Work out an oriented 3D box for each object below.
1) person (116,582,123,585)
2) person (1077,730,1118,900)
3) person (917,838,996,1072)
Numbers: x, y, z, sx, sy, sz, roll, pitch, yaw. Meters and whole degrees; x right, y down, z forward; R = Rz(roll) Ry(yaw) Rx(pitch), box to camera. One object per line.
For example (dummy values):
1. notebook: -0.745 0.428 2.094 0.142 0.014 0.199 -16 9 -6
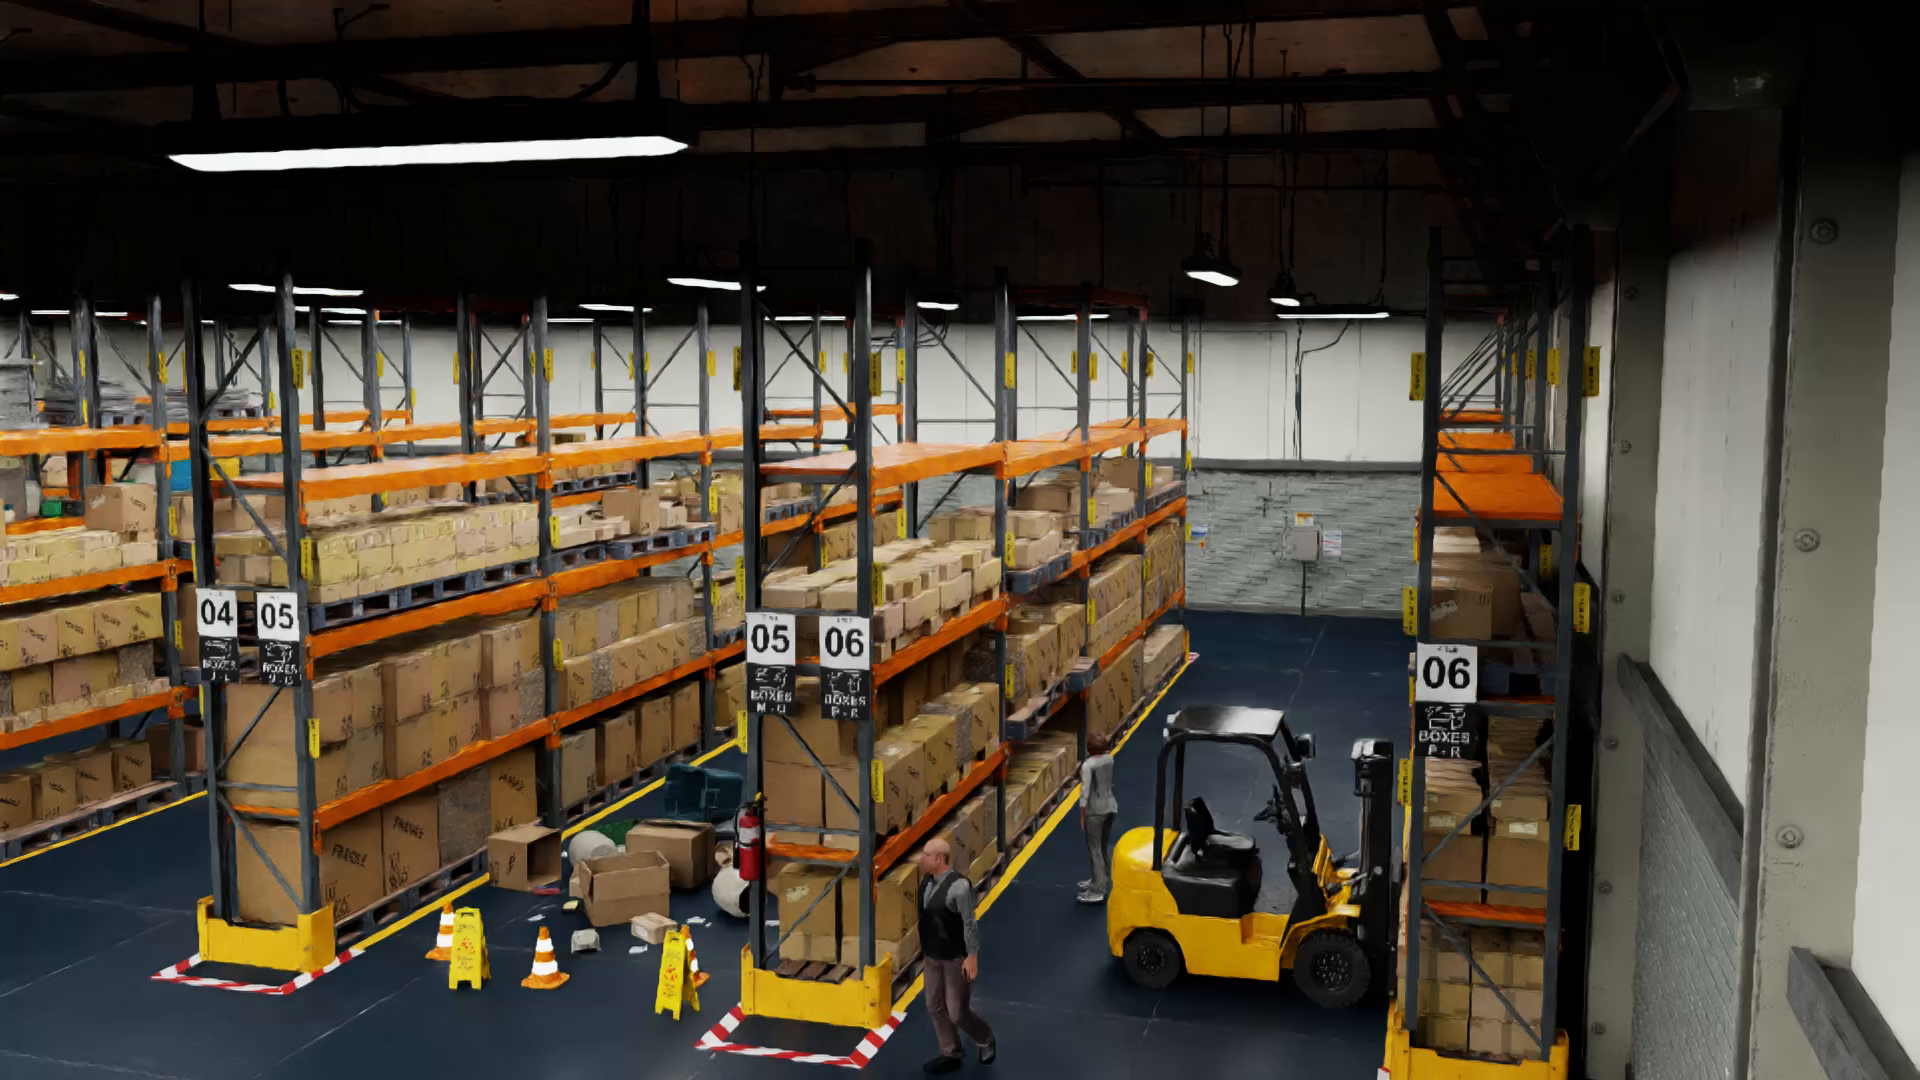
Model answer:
1. person: -18.572 0.182 37.349 0.455 1.612 1.019 2 7 15
2. person: 1.278 2.598 15.805 0.467 1.599 0.449 -6 9 -42
3. person: -0.027 2.982 12.023 0.538 1.704 0.578 -5 8 -39
